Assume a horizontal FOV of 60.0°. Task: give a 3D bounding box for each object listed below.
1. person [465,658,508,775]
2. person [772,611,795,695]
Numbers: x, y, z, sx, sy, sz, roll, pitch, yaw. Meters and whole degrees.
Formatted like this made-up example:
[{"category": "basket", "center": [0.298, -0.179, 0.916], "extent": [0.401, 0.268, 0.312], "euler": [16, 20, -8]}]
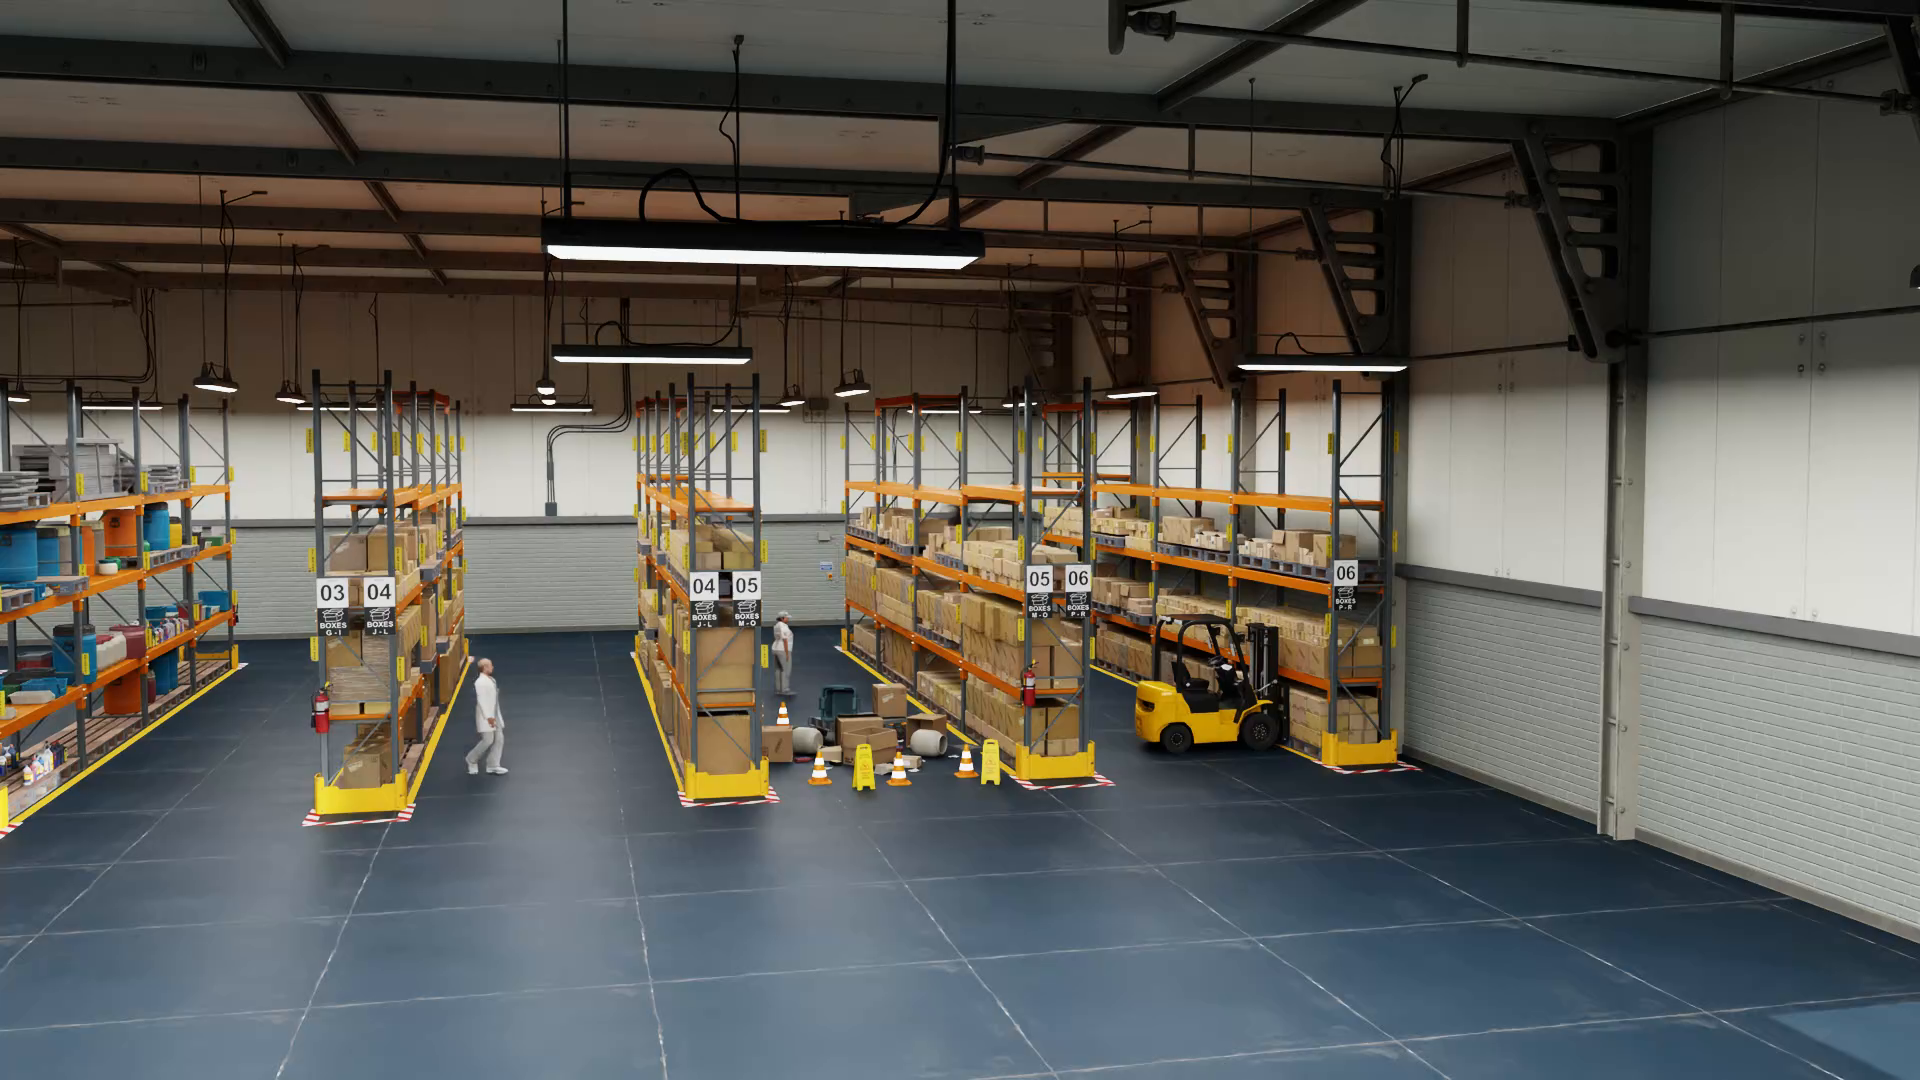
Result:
[{"category": "person", "center": [-7.200, 2.681, 25.267], "extent": [0.673, 1.779, 0.610], "euler": [1, 3, 14]}, {"category": "person", "center": [-3.528, 2.249, 33.145], "extent": [0.402, 1.664, 0.532], "euler": [-2, 4, -31]}]
